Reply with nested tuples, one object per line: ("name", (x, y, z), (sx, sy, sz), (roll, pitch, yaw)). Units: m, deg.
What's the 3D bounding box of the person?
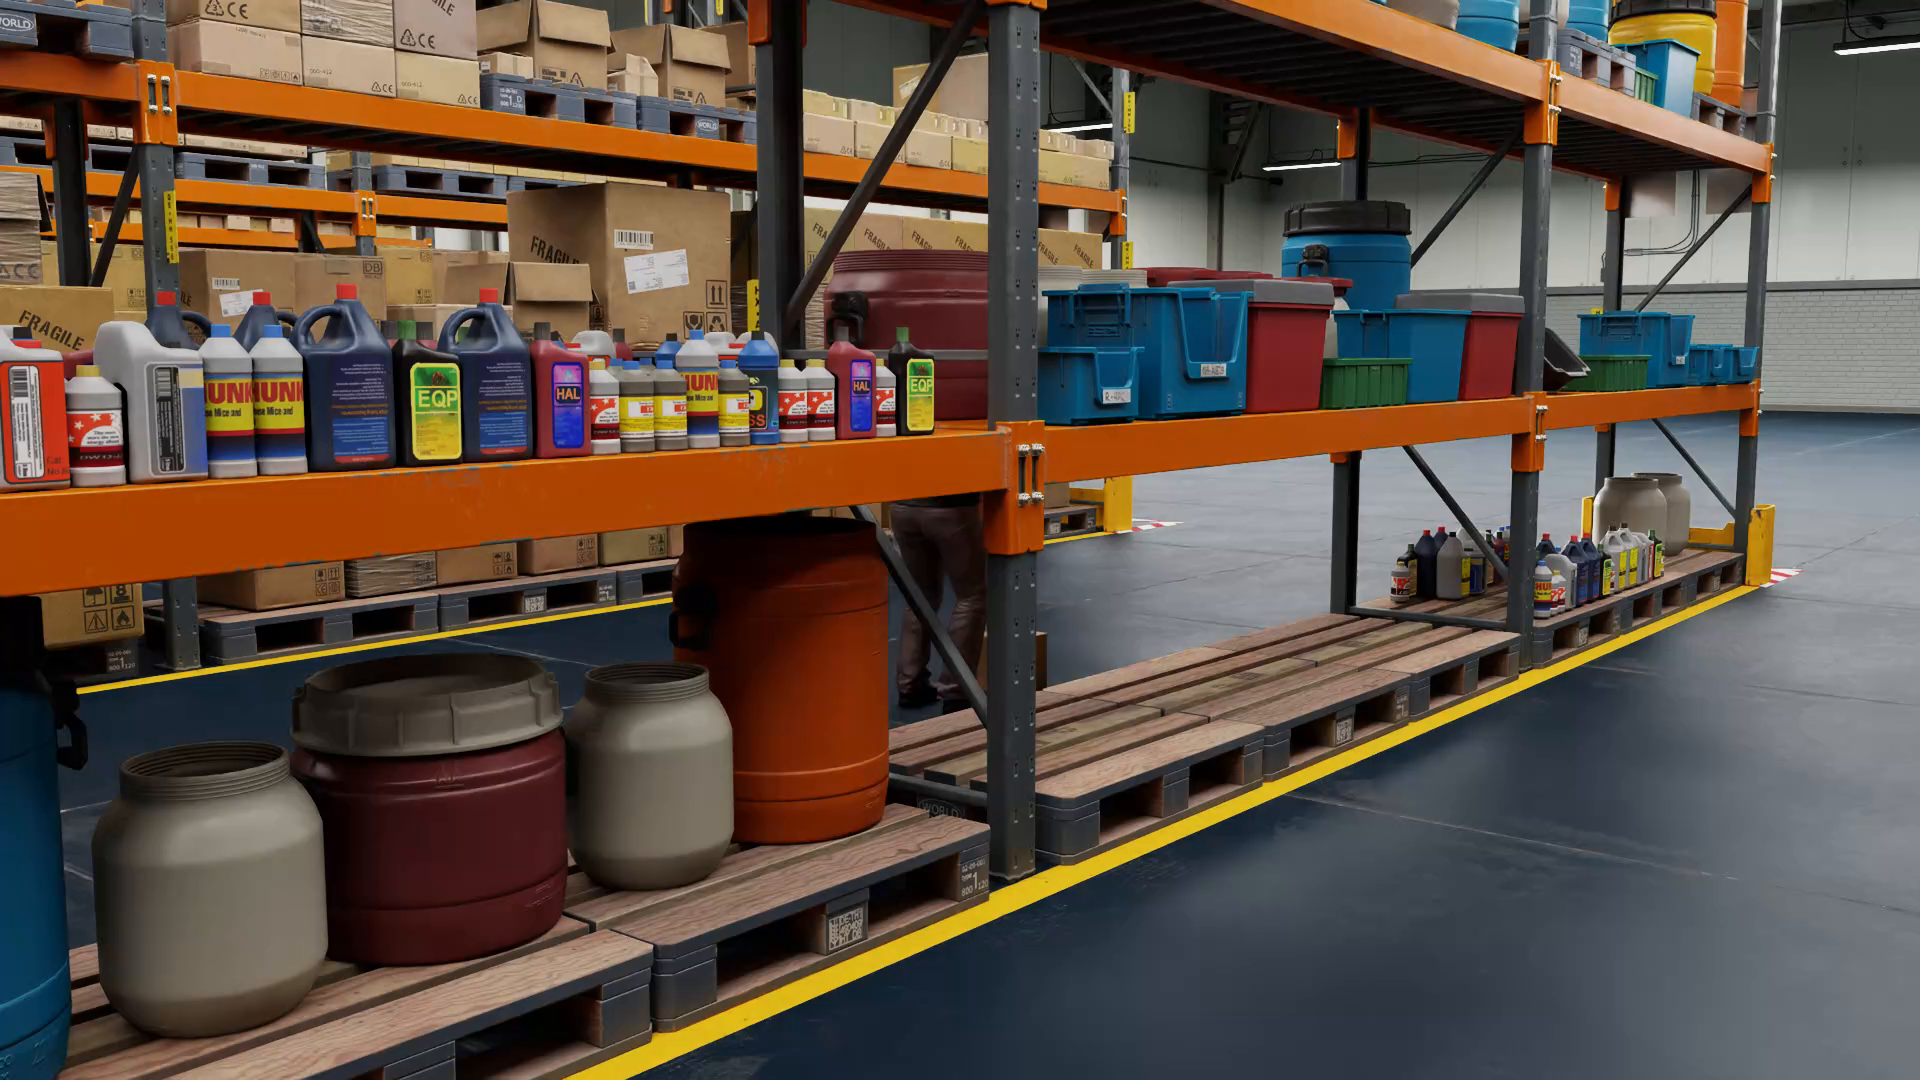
("person", (-0.100, -0.124, 7.069), (0.549, 1.691, 0.364), (6, 9, 40))
